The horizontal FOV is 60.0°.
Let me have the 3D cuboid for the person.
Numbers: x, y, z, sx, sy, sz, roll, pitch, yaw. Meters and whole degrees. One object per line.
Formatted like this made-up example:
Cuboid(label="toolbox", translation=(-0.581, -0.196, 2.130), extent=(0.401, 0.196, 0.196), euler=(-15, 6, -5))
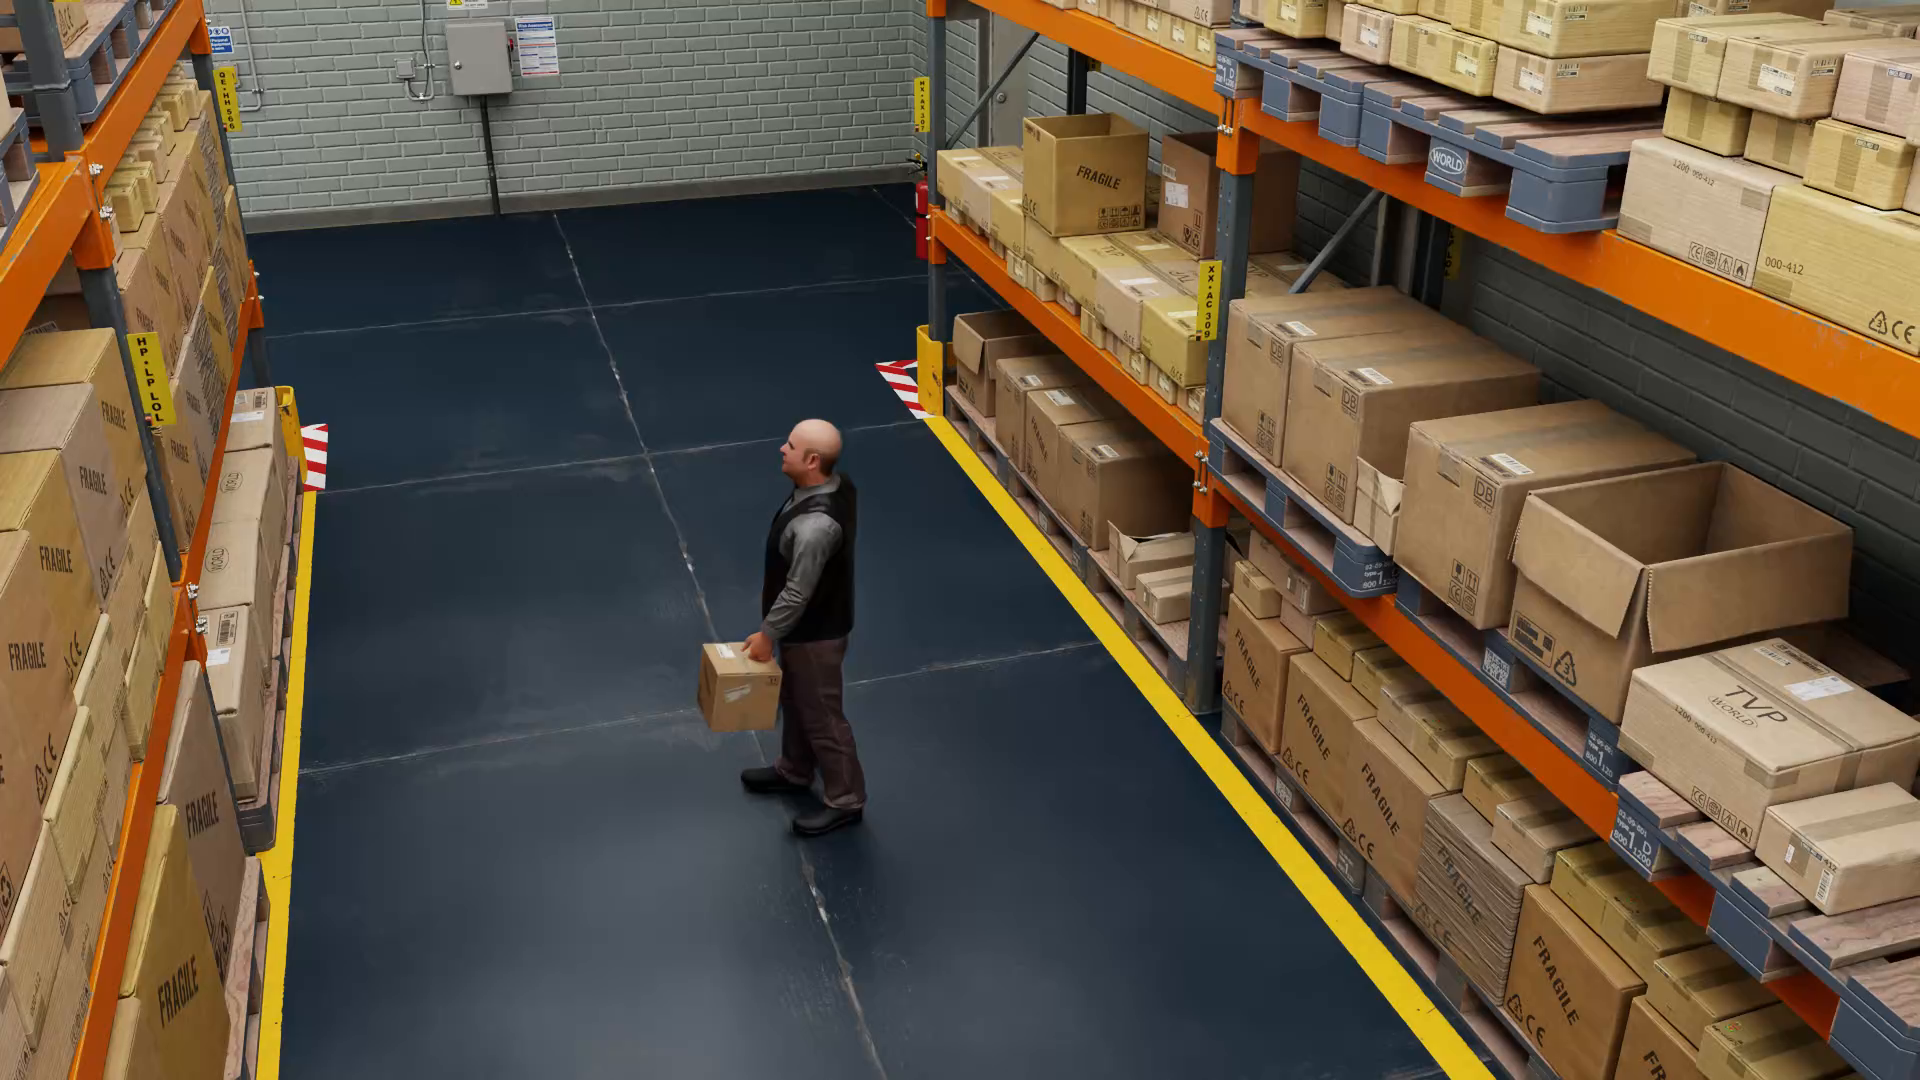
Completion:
Cuboid(label="person", translation=(-0.649, 0.339, 6.449), extent=(0.545, 1.725, 0.560), euler=(0, 26, 0))
